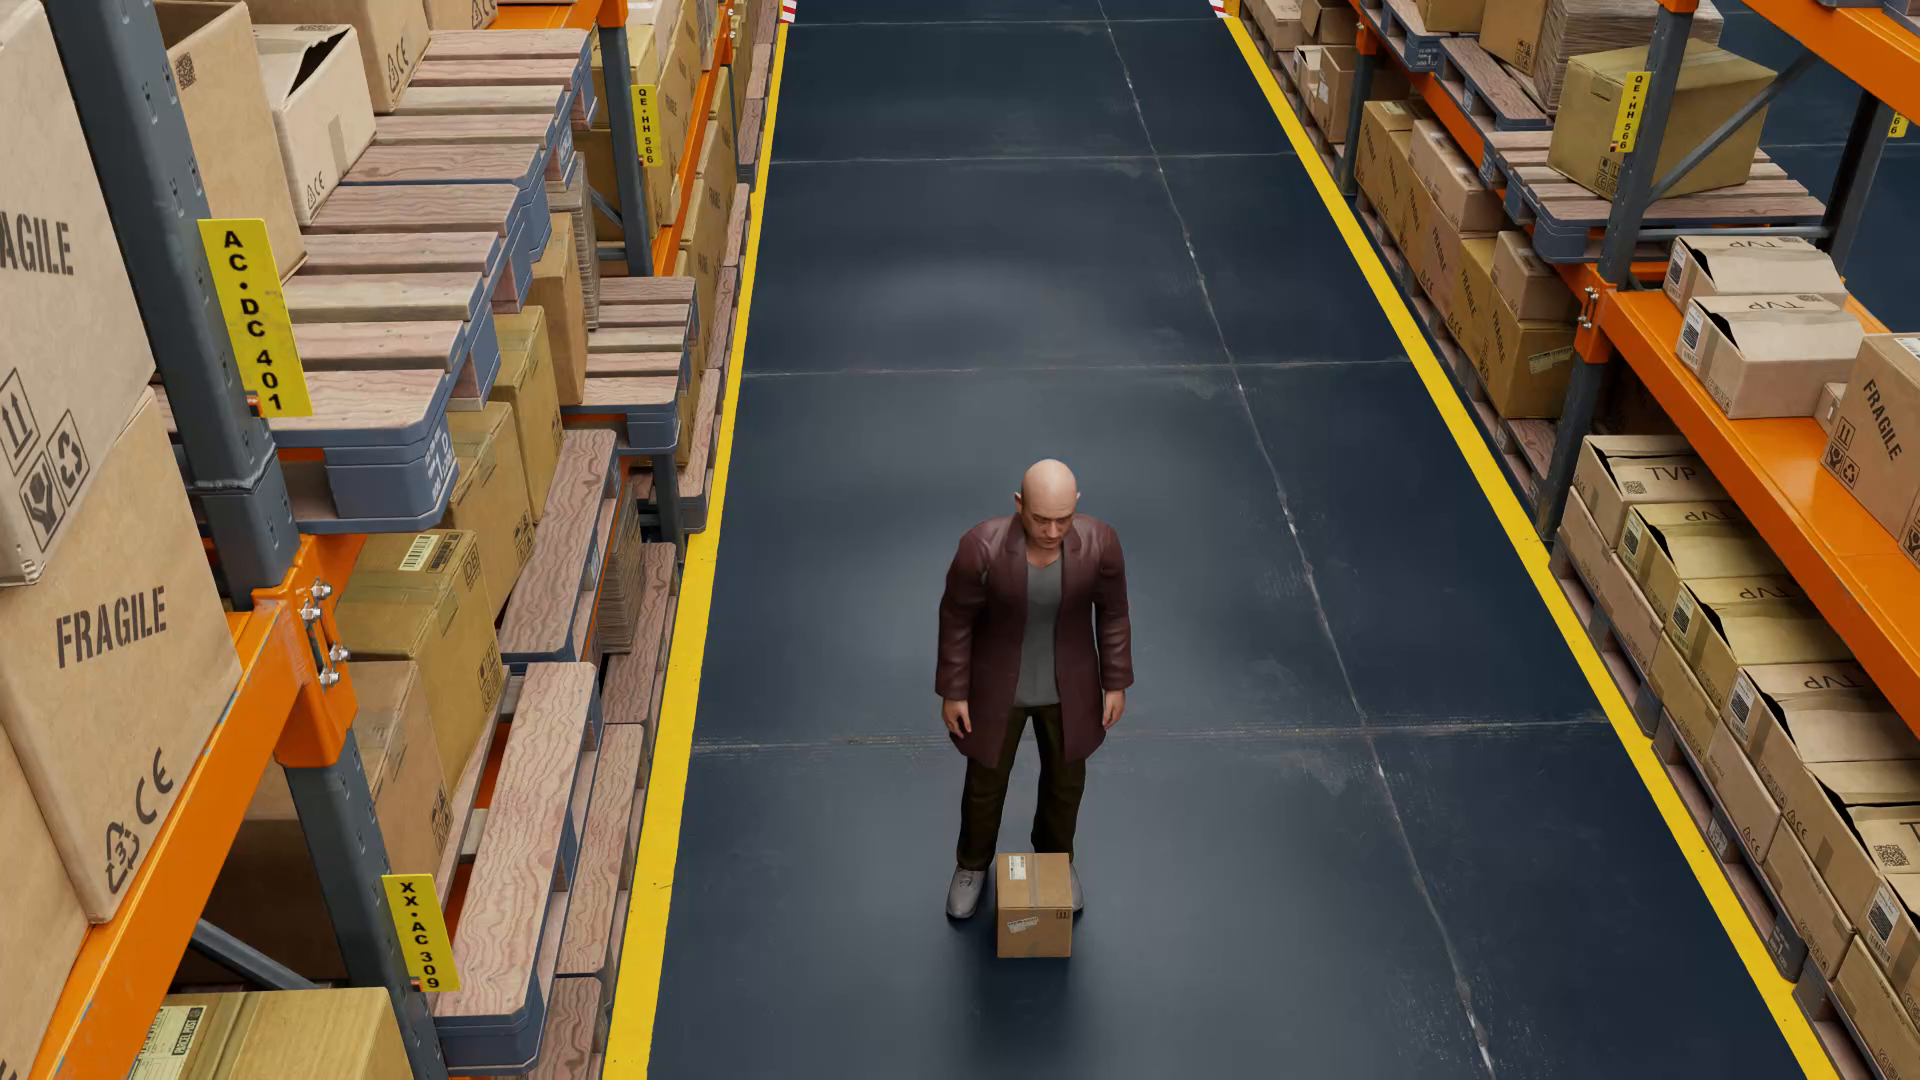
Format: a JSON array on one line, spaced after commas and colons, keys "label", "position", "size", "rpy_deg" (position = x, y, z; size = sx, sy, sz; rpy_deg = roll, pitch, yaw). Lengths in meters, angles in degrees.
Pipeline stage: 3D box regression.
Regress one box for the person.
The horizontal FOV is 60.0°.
[{"label": "person", "position": [0.243, 0.483, 5.462], "size": [0.656, 1.774, 0.417], "rpy_deg": [-3, 35, -4]}]
